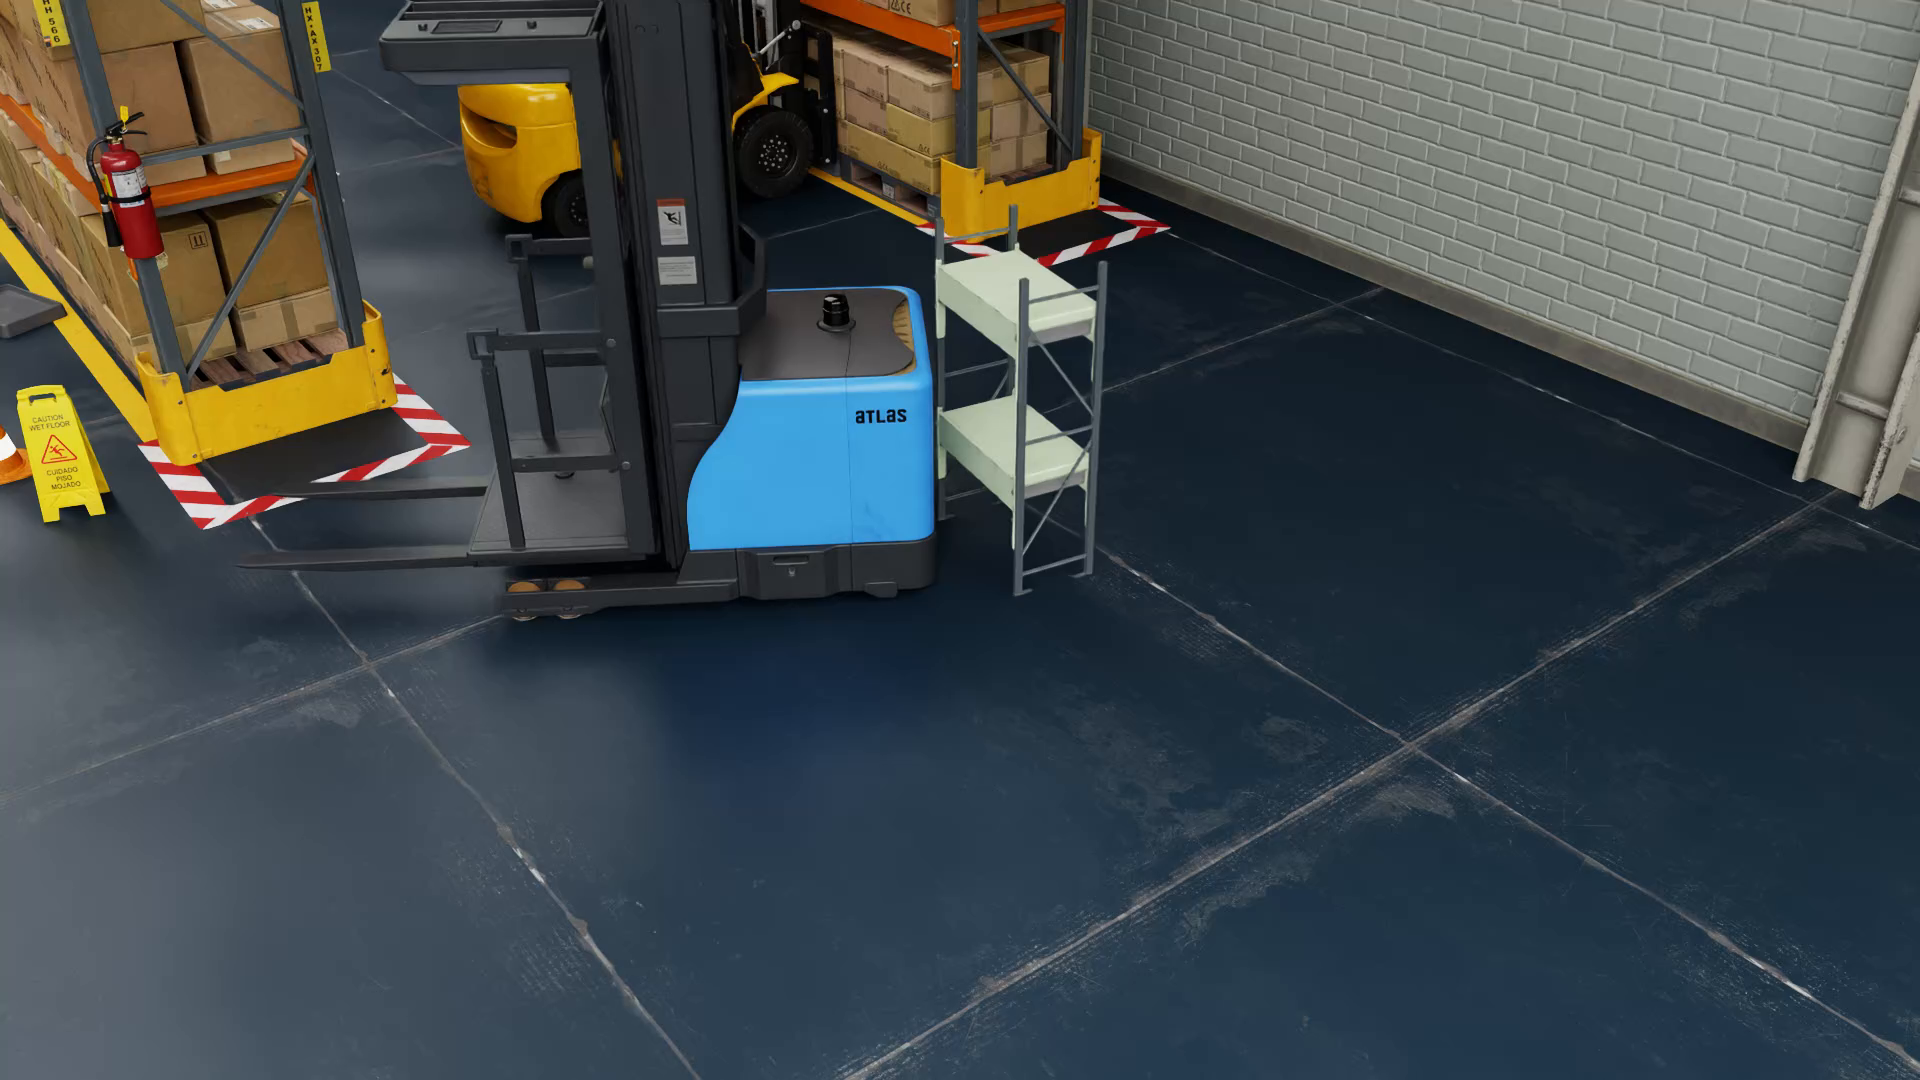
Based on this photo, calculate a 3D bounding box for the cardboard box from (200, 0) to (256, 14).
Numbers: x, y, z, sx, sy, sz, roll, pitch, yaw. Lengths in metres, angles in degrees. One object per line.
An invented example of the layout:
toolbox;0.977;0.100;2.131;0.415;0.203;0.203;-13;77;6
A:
cardboard box;-3.911;-2.531;8.606;0.500;0.500;0.500;-21;38;-30

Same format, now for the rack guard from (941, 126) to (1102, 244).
rack guard;0.414;-2.396;11.134;1.175;0.500;0.348;-22;38;-31

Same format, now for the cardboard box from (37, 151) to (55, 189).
cardboard box;-4.806;-2.062;9.109;0.380;0.149;0.250;-21;37;-29

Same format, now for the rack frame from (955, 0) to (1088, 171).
rack frame;0.400;-3.468;10.491;1.000;3.000;0.127;-22;38;-31

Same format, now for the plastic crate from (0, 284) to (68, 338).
plastic crate;-5.657;-1.368;9.876;0.583;0.080;0.402;18;36;27

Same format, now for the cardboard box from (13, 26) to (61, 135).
cardboard box;-4.373;-2.377;8.357;0.500;0.500;0.500;-22;38;-31

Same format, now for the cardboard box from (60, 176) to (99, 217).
cardboard box;-4.495;-1.846;8.761;0.380;0.149;0.250;-21;38;-30

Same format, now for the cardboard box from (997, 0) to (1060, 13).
cardboard box;0.315;-3.807;10.941;0.500;0.500;0.500;-21;37;-30

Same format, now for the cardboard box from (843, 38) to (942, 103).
cardboard box;-0.447;-3.205;11.328;0.500;0.250;0.500;-22;38;-31

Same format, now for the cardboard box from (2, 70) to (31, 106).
cardboard box;-5.079;-2.554;9.257;0.380;0.149;0.250;-22;38;-32

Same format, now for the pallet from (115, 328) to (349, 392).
pallet;-4.036;-1.058;9.253;1.003;0.211;1.213;-22;38;-31

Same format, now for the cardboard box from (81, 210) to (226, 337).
cardboard box;-4.216;-1.439;8.721;0.500;0.500;0.500;-22;38;-31

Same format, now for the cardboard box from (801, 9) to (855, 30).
cardboard box;-1.069;-3.626;12.005;0.500;0.250;0.500;-23;39;-32

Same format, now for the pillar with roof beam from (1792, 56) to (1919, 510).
pillar with roof beam;0.963;-2.705;3.576;9.100;9.000;0.400;-22;38;-31

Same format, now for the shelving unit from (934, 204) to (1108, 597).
shelving unit;0.244;-0.609;7.309;0.431;1.500;0.755;-16;35;-24

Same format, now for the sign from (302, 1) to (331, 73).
sign;-3.091;-2.404;7.957;0.100;0.325;0.005;-22;38;-31

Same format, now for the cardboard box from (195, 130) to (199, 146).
cardboard box;-3.730;-2.063;8.467;0.380;0.149;0.250;-22;38;-31

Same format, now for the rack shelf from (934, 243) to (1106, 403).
rack shelf;0.244;-0.941;7.103;0.431;0.370;0.720;-16;35;-24

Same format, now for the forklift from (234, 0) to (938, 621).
forklift;-1.644;-1.187;6.883;3.031;2.935;1.130;-2;32;-4

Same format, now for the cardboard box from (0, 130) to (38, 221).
cardboard box;-5.486;-2.304;10.114;0.500;0.500;0.500;-21;37;-30

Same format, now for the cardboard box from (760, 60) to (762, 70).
cardboard box;-1.391;-3.634;12.492;0.500;0.250;0.500;-23;38;-32

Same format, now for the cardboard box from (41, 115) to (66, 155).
cardboard box;-4.482;-2.121;8.561;0.380;0.149;0.250;-22;38;-31

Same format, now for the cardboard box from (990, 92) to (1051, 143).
cardboard box;0.275;-2.954;11.397;0.500;0.250;0.500;-21;38;-31

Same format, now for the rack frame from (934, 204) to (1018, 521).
rack frame;0.072;-0.780;7.584;0.400;1.500;0.023;-16;35;-24

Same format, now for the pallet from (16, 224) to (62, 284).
pallet;-5.532;-2.075;10.890;1.003;0.211;1.213;-22;38;-31

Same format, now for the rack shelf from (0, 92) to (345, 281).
rack shelf;-4.746;-2.388;9.434;1.077;0.370;4.000;-22;38;-31

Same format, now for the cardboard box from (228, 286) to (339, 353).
cardboard box;-3.795;-1.296;9.203;0.500;0.250;0.500;-23;38;-32

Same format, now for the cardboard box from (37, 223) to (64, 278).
cardboard box;-5.160;-1.766;9.958;0.500;0.250;0.500;-23;38;-32

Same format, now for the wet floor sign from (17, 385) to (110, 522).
wet floor sign;-4.248;-0.435;7.839;0.267;0.644;0.232;-10;33;-15

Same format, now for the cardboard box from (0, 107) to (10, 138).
cardboard box;-5.478;-2.514;9.837;0.380;0.149;0.250;-21;37;-30

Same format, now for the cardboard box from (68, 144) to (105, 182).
cardboard box;-4.160;-1.910;8.221;0.380;0.149;0.250;-23;38;-32

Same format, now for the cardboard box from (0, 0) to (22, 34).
cardboard box;-4.309;-2.810;8.106;0.700;0.500;0.500;-22;38;-31

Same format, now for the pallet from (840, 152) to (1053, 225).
pallet;-0.103;-2.589;11.718;1.003;0.211;1.213;-22;38;-31

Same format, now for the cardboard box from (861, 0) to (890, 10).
cardboard box;-0.421;-3.850;11.011;0.500;0.500;0.500;-21;38;-30

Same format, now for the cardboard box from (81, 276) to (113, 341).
cardboard box;-4.539;-1.339;9.271;0.500;0.250;0.500;-22;38;-31

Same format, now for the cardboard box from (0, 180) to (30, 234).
cardboard box;-5.823;-2.205;10.665;0.500;0.250;0.500;-24;39;-33

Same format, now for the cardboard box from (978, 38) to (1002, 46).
cardboard box;-0.055;-3.372;11.596;0.500;0.250;0.500;-22;38;-31

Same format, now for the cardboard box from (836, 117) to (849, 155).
cardboard box;-0.735;-2.994;11.935;0.500;0.250;0.500;-22;38;-31

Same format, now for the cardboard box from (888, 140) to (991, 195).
cardboard box;-0.138;-2.572;11.256;0.500;0.250;0.500;-22;38;-31

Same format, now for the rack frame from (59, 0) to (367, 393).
rack frame;-3.519;-1.860;7.903;1.000;3.000;0.127;-22;38;-31

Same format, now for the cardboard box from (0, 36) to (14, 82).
cardboard box;-4.973;-2.804;9.044;0.500;0.500;0.500;-22;38;-31

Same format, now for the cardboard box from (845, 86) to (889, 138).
cardboard box;-0.445;-3.005;11.479;0.500;0.250;0.500;-23;38;-32

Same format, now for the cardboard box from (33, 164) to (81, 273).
cardboard box;-4.843;-1.868;9.412;0.500;0.500;0.500;-23;39;-32
